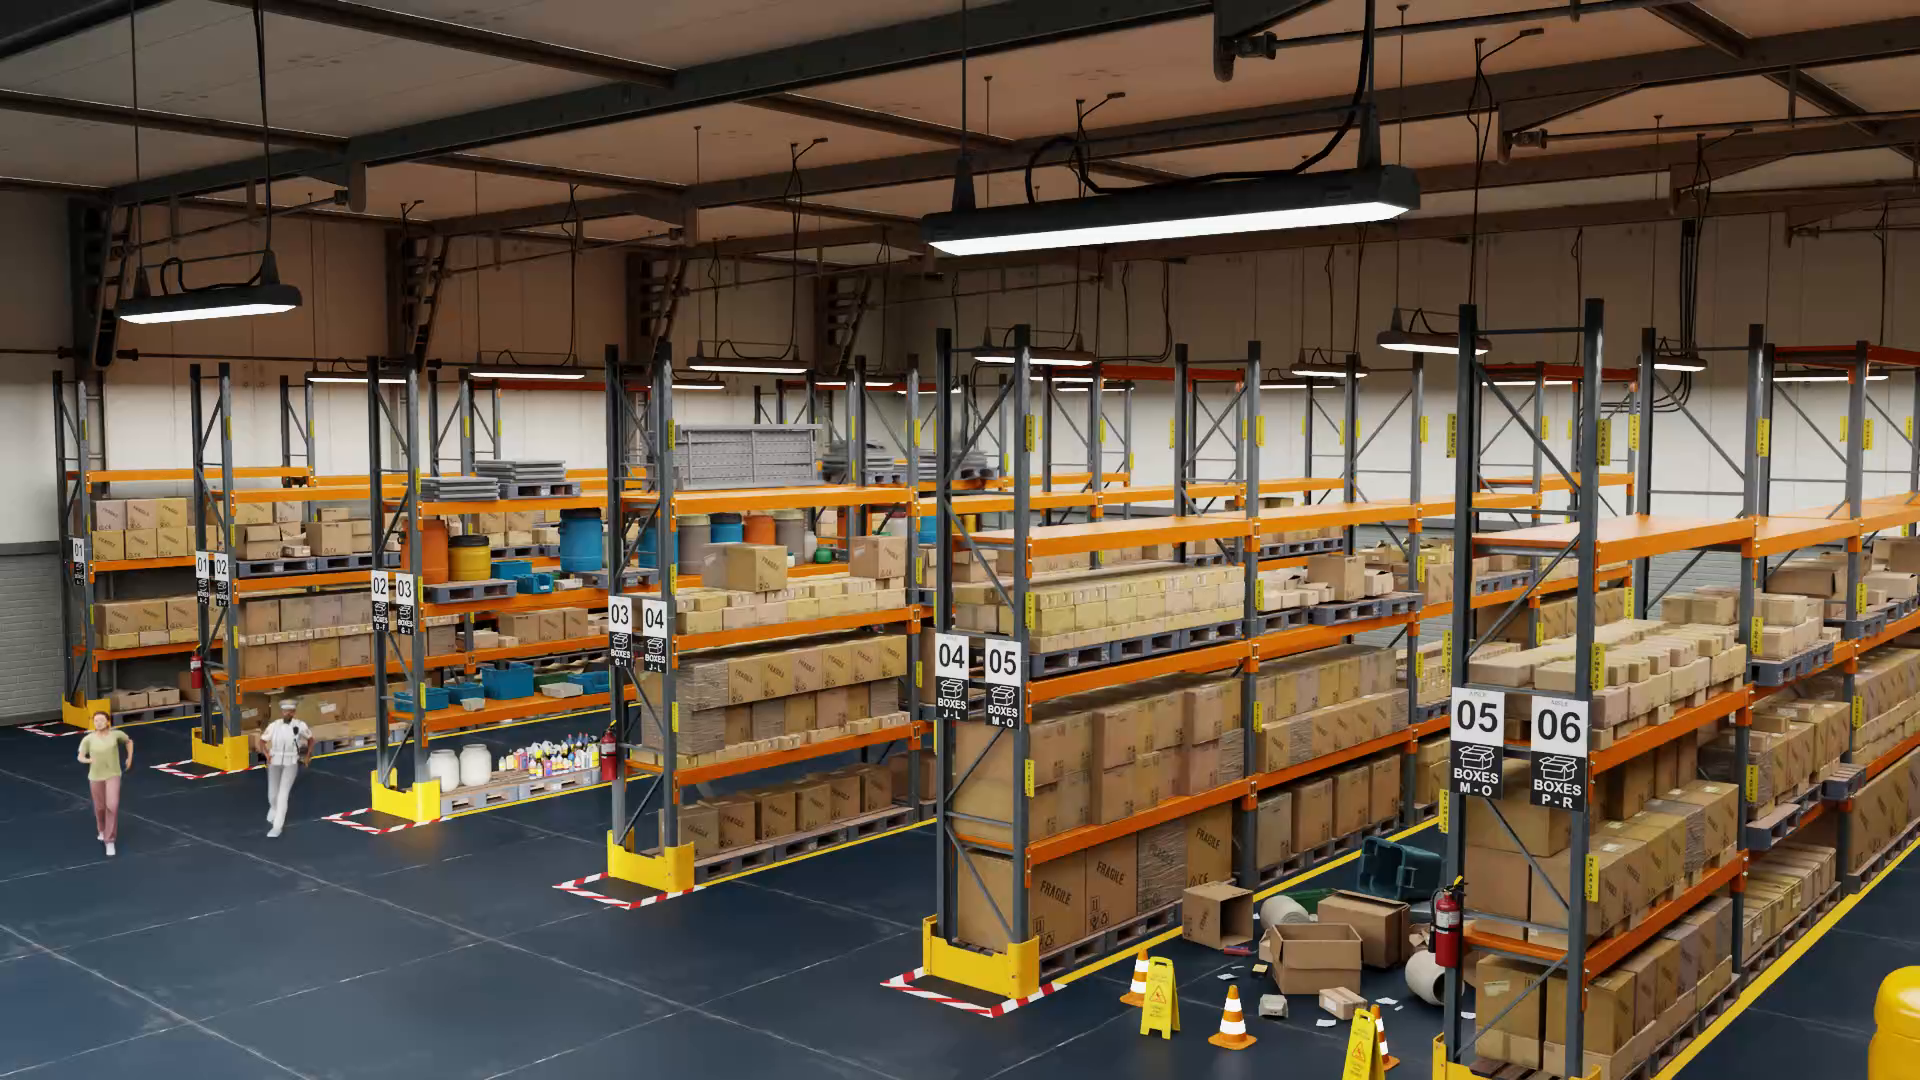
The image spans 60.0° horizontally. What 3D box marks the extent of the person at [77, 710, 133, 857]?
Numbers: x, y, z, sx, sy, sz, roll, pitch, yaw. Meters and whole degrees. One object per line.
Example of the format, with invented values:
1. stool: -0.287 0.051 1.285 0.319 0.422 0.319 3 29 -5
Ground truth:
1. person: -10.289 2.893 20.015 0.577 1.689 0.886 -2 4 -21

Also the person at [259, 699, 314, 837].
1. person: -8.466 2.819 20.921 0.647 1.660 0.890 -1 4 -19
